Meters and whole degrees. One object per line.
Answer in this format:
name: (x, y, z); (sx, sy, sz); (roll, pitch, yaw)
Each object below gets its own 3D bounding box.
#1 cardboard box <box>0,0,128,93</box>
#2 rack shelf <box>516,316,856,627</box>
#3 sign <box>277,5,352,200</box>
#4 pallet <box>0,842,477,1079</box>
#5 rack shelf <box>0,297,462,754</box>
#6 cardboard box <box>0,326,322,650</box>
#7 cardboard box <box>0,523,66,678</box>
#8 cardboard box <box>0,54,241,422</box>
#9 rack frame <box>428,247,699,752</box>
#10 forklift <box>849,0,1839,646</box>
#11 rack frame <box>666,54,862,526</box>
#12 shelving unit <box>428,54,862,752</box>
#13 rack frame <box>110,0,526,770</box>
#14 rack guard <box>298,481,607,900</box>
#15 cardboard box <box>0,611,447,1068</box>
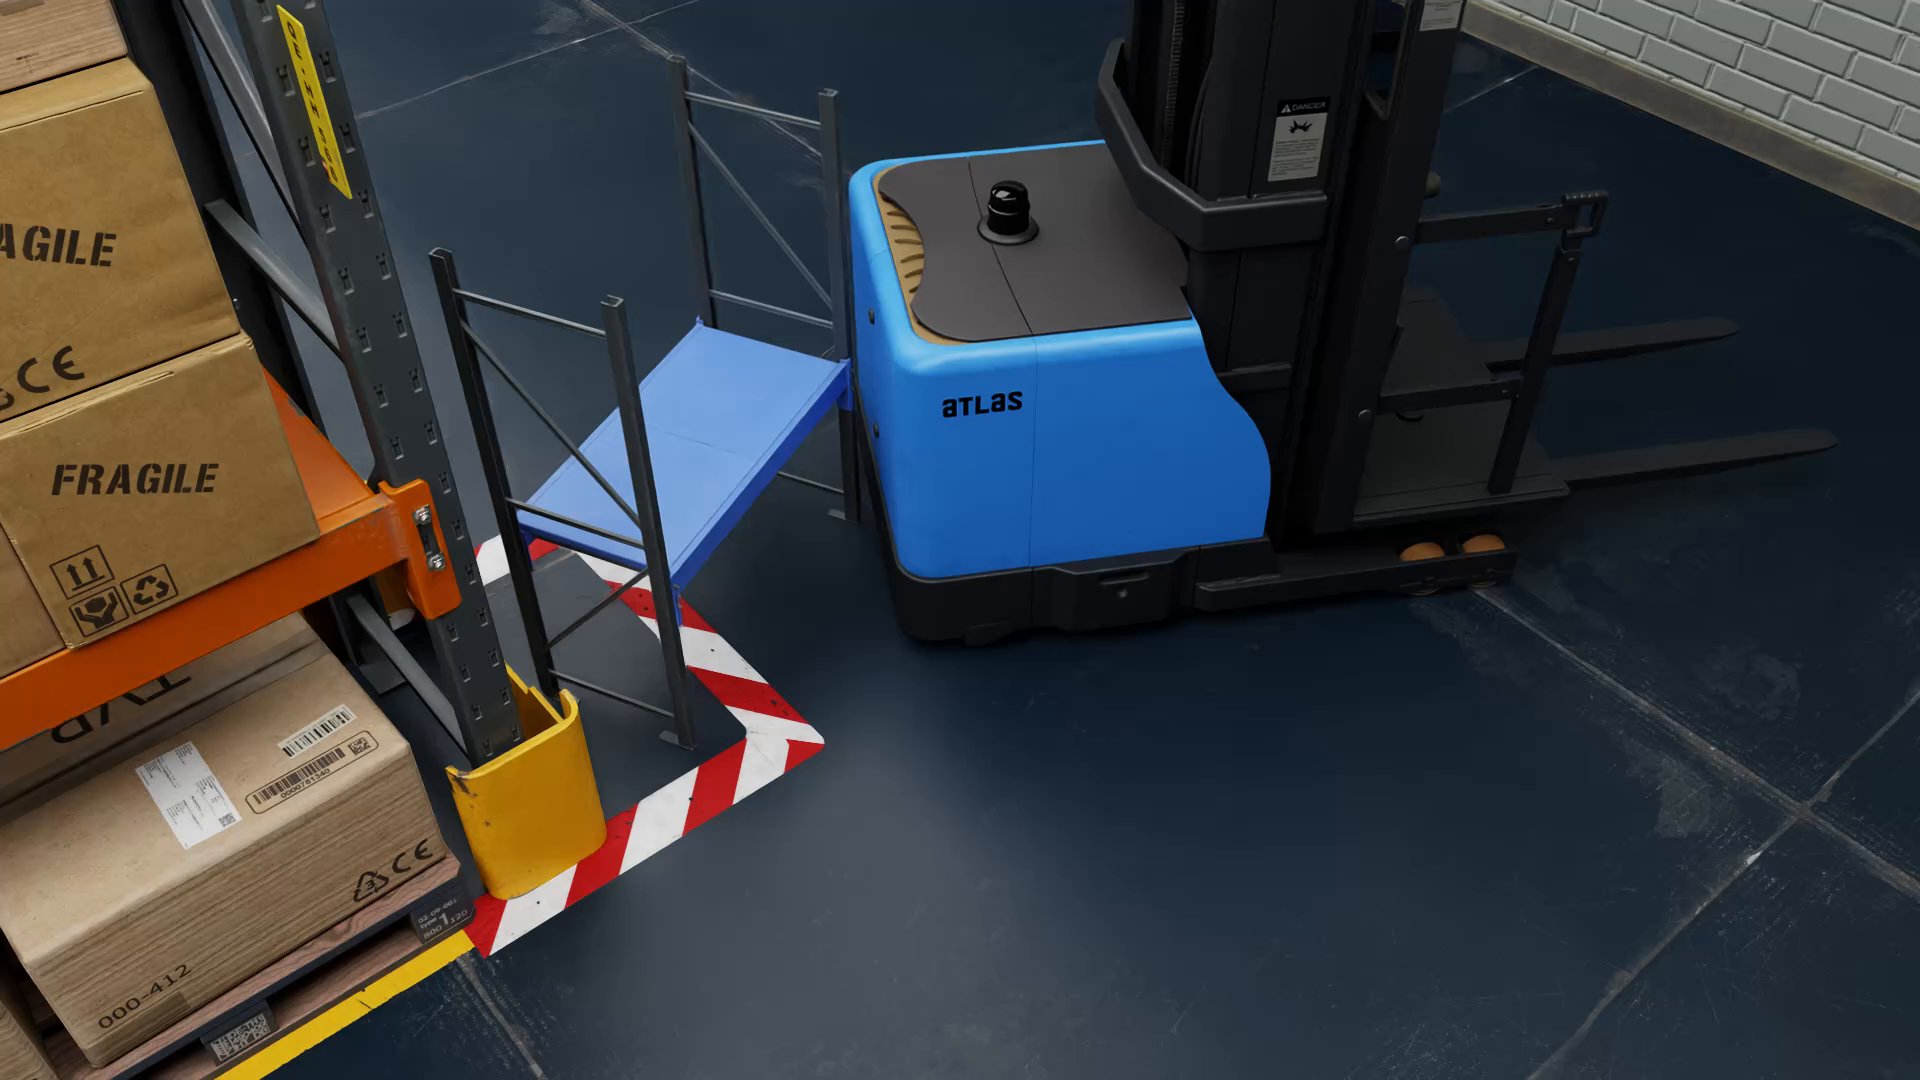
cardboard box: (-1.582, -0.897, 2.737); (0.250, 0.149, 0.380); (-29, 50, -27)
rack shelf: (-0.756, -0.223, 4.655); (0.538, 0.185, 1.000); (17, 46, 17)
sign: (-1.097, -0.740, 2.828); (0.005, 0.325, 0.100); (-30, 51, -28)
pallet: (-1.998, 0.886, 4.152); (1.213, 0.211, 1.003); (-30, 51, -28)
rack shelf: (-2.969, 0.618, 2.926); (4.000, 0.370, 1.077); (-30, 51, -28)
cardboard box: (-1.635, -0.208, 3.208); (0.500, 0.500, 0.500); (-30, 51, -28)
cardboard box: (-2.030, 0.004, 2.981); (0.500, 0.500, 0.500); (-31, 51, -29)
cardboard box: (-1.652, -0.587, 2.880); (0.500, 0.500, 0.500); (-28, 50, -27)
rack frame: (-0.964, -0.037, 4.194); (0.500, 1.500, 0.032); (17, 46, 17)
forklift: (1.230, -1.250, 4.440); (3.031, 2.935, 1.130); (-7, 44, -8)
rack frame: (-0.548, -0.672, 4.870); (0.500, 1.500, 0.032); (17, 46, 17)
shelving unit: (-0.756, -0.354, 4.532); (0.538, 1.500, 1.048); (17, 46, 17)
rack frame: (-1.435, -0.523, 3.615); (0.127, 3.000, 1.000); (-30, 51, -28)
rack guard: (-1.416, 0.378, 4.482); (0.348, 0.500, 1.175); (-30, 51, -28)
cardboard box: (-1.877, 0.601, 3.984); (0.875, 0.438, 0.875); (-32, 52, -29)
